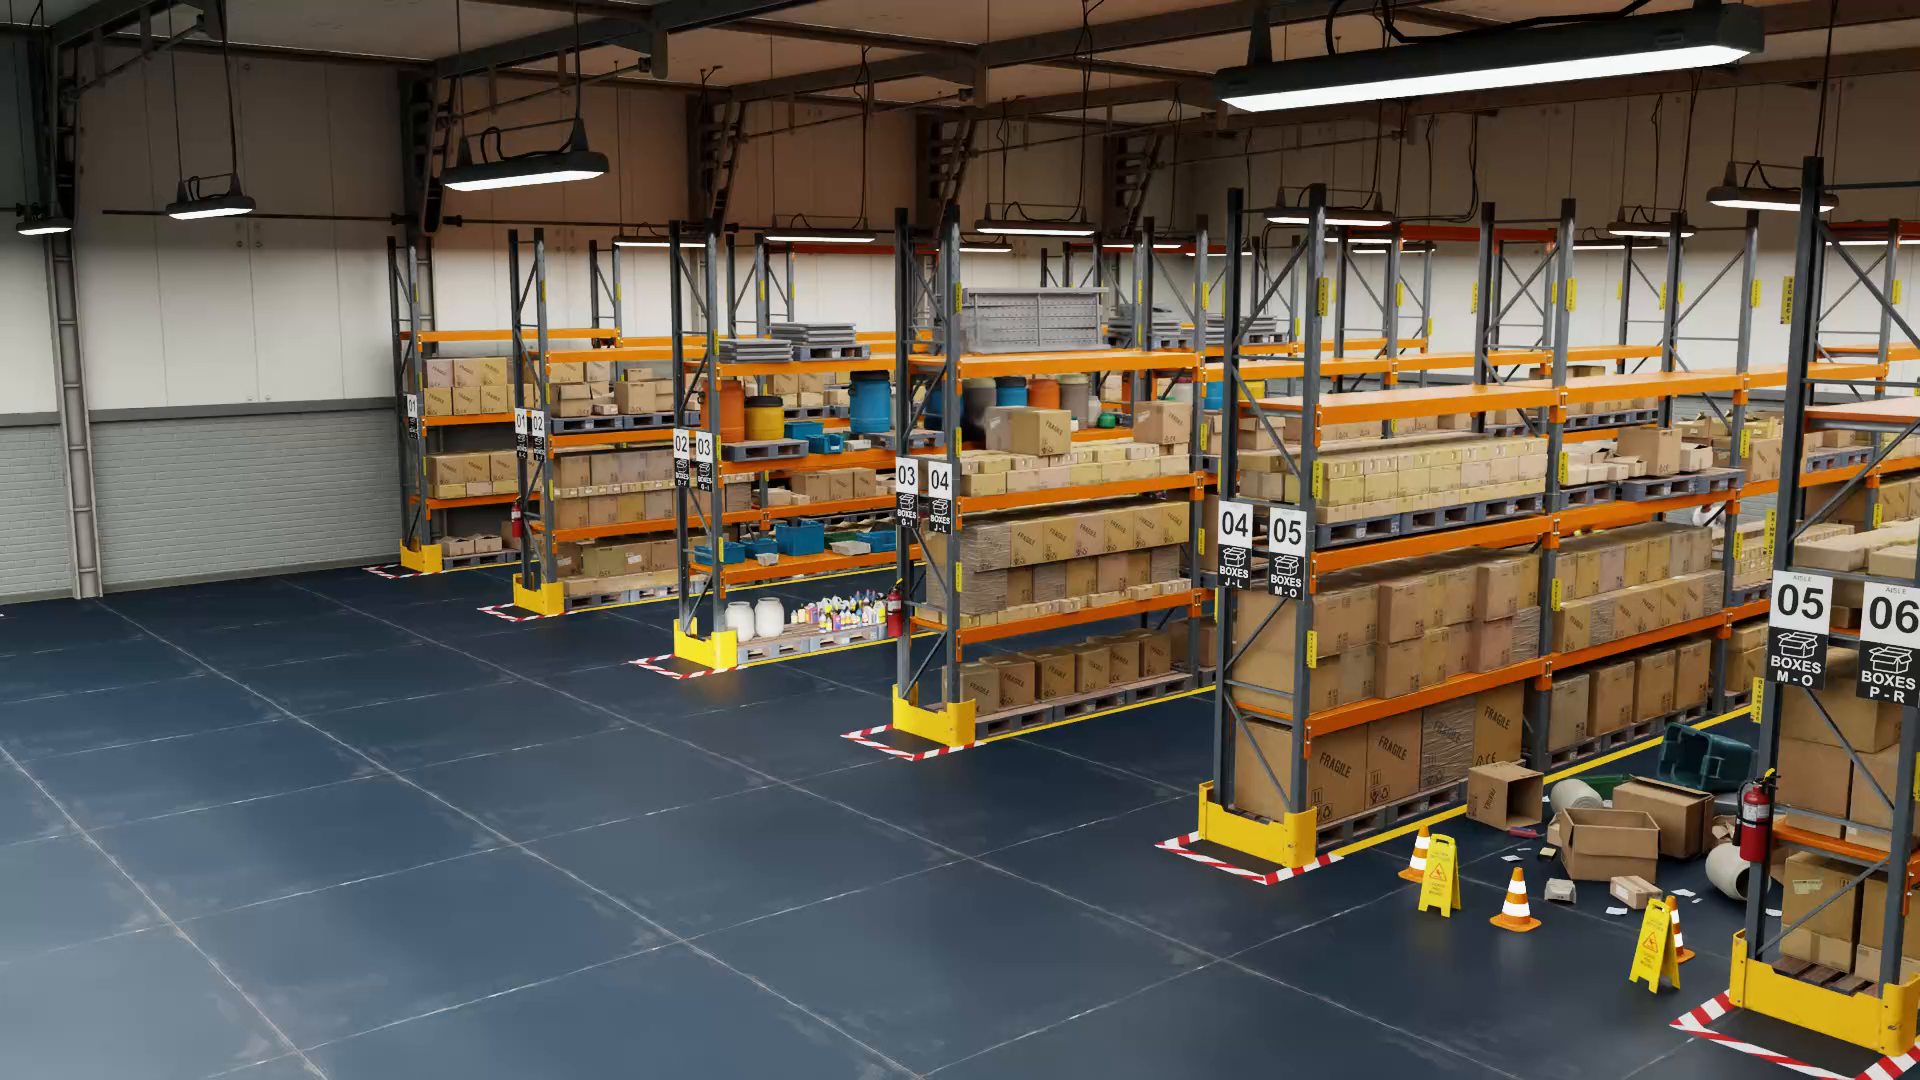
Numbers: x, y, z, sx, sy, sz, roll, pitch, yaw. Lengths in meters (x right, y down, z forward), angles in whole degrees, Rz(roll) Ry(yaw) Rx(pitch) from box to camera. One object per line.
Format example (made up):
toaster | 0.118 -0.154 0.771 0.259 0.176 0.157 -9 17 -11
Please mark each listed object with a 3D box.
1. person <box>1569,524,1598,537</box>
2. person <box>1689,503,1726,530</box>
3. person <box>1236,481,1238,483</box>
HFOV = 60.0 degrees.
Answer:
person | 9.457 0.468 25.124 0.727 1.746 0.874 8 12 43
person | 12.420 0.062 27.703 0.547 1.743 0.683 -7 11 -37
person | 5.910 -0.973 34.638 0.672 1.703 0.845 7 11 38
